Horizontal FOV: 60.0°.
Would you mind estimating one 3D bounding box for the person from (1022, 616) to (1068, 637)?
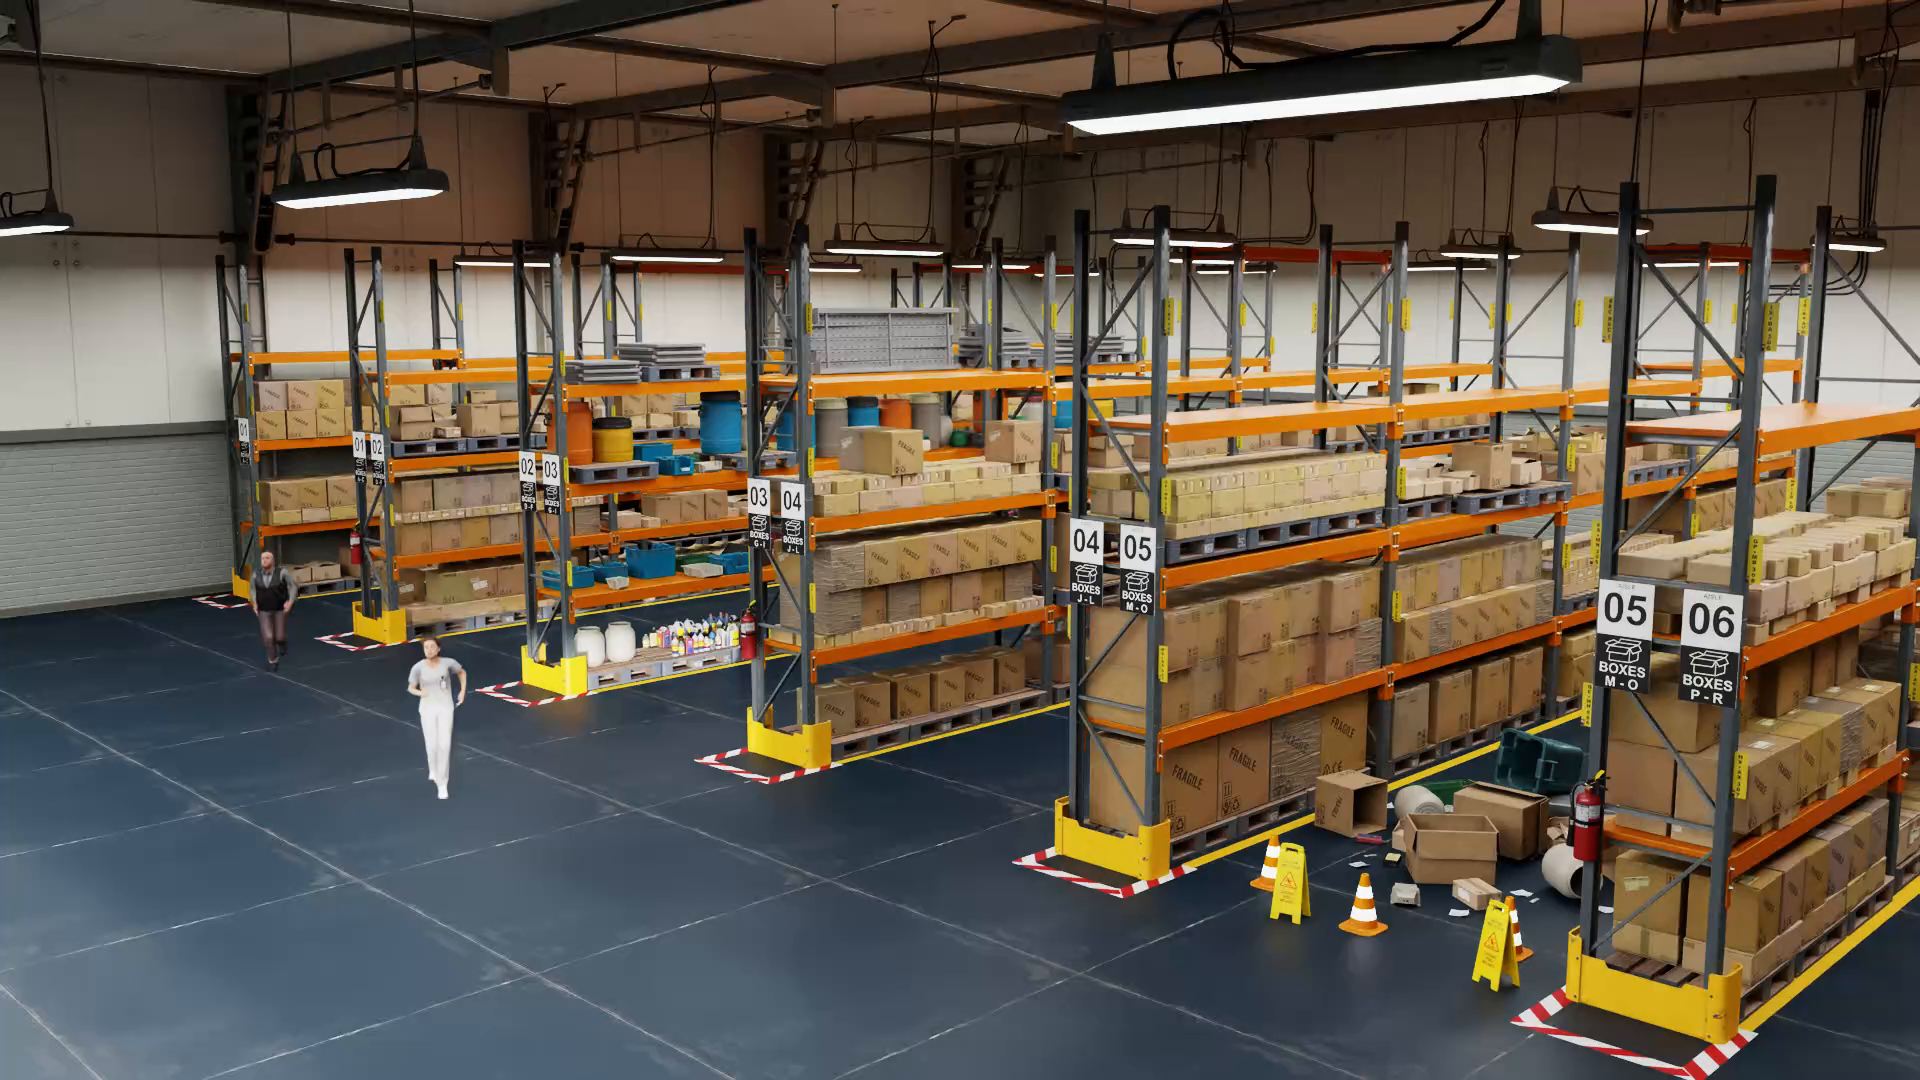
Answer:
[{"bbox_3d":[1.237,0.547,24.469,0.666,1.795,0.867,7,11,42],"label":"person"}]

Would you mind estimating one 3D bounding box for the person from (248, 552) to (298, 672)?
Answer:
[{"bbox_3d":[-9.753,0.998,23.669,0.669,1.708,0.653,-1,8,-10],"label":"person"}]

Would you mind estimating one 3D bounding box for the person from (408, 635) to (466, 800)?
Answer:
[{"bbox_3d":[-5.568,1.859,17.726,0.570,1.694,0.825,-2,8,-11],"label":"person"}]
